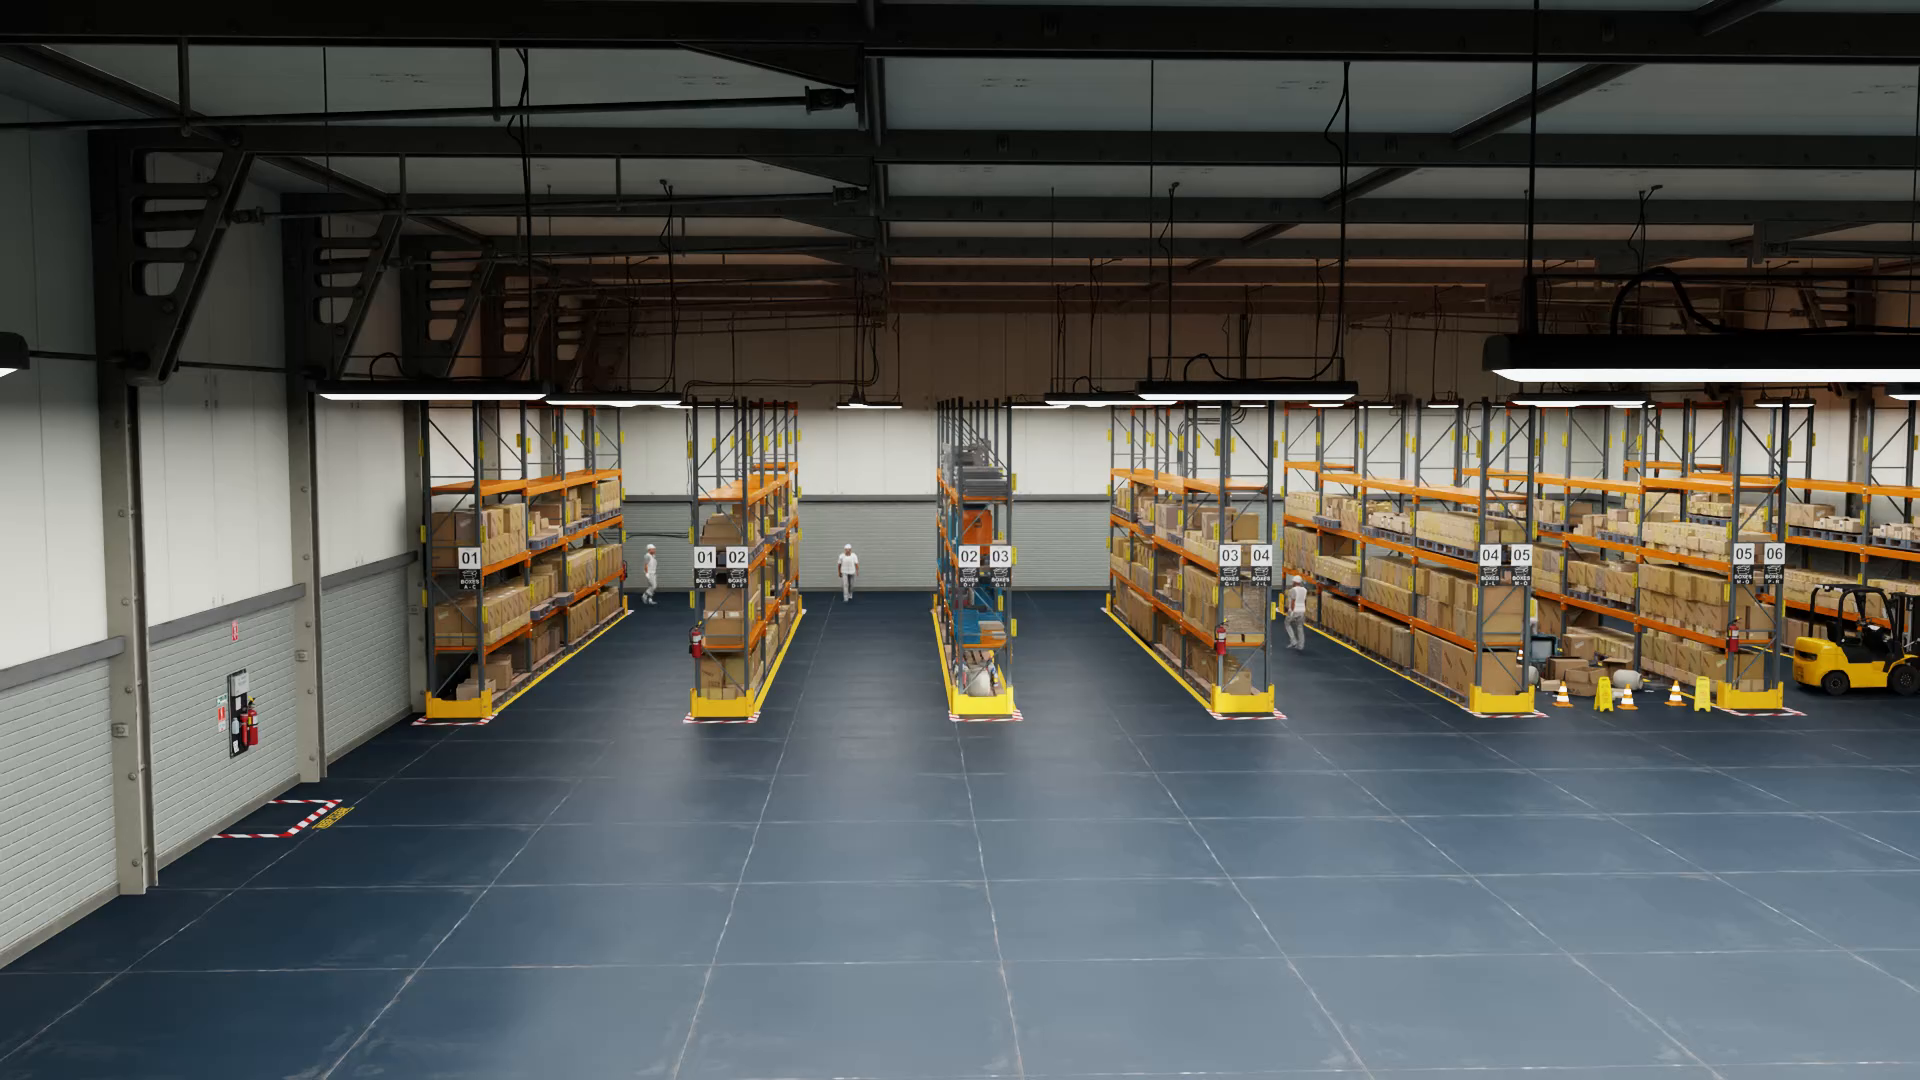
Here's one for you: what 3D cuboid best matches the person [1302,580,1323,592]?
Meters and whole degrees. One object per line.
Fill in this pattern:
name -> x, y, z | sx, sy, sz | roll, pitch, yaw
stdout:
person -> 10.525, 0.999, 49.966 | 0.997, 1.733, 0.557 | -1, 4, -11

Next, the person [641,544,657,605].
person -> -9.175, 1.019, 49.123 | 0.473, 1.788, 0.581 | 0, 4, 0

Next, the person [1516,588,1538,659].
person -> 13.168, 1.950, 38.333 | 0.467, 1.726, 0.592 | -1, 5, -13

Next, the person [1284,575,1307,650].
person -> 8.107, 1.736, 39.967 | 0.572, 1.771, 0.496 | -2, 5, -25

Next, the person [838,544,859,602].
person -> -3.366, 0.984, 50.133 | 0.619, 1.710, 1.081 | 0, 4, -5
